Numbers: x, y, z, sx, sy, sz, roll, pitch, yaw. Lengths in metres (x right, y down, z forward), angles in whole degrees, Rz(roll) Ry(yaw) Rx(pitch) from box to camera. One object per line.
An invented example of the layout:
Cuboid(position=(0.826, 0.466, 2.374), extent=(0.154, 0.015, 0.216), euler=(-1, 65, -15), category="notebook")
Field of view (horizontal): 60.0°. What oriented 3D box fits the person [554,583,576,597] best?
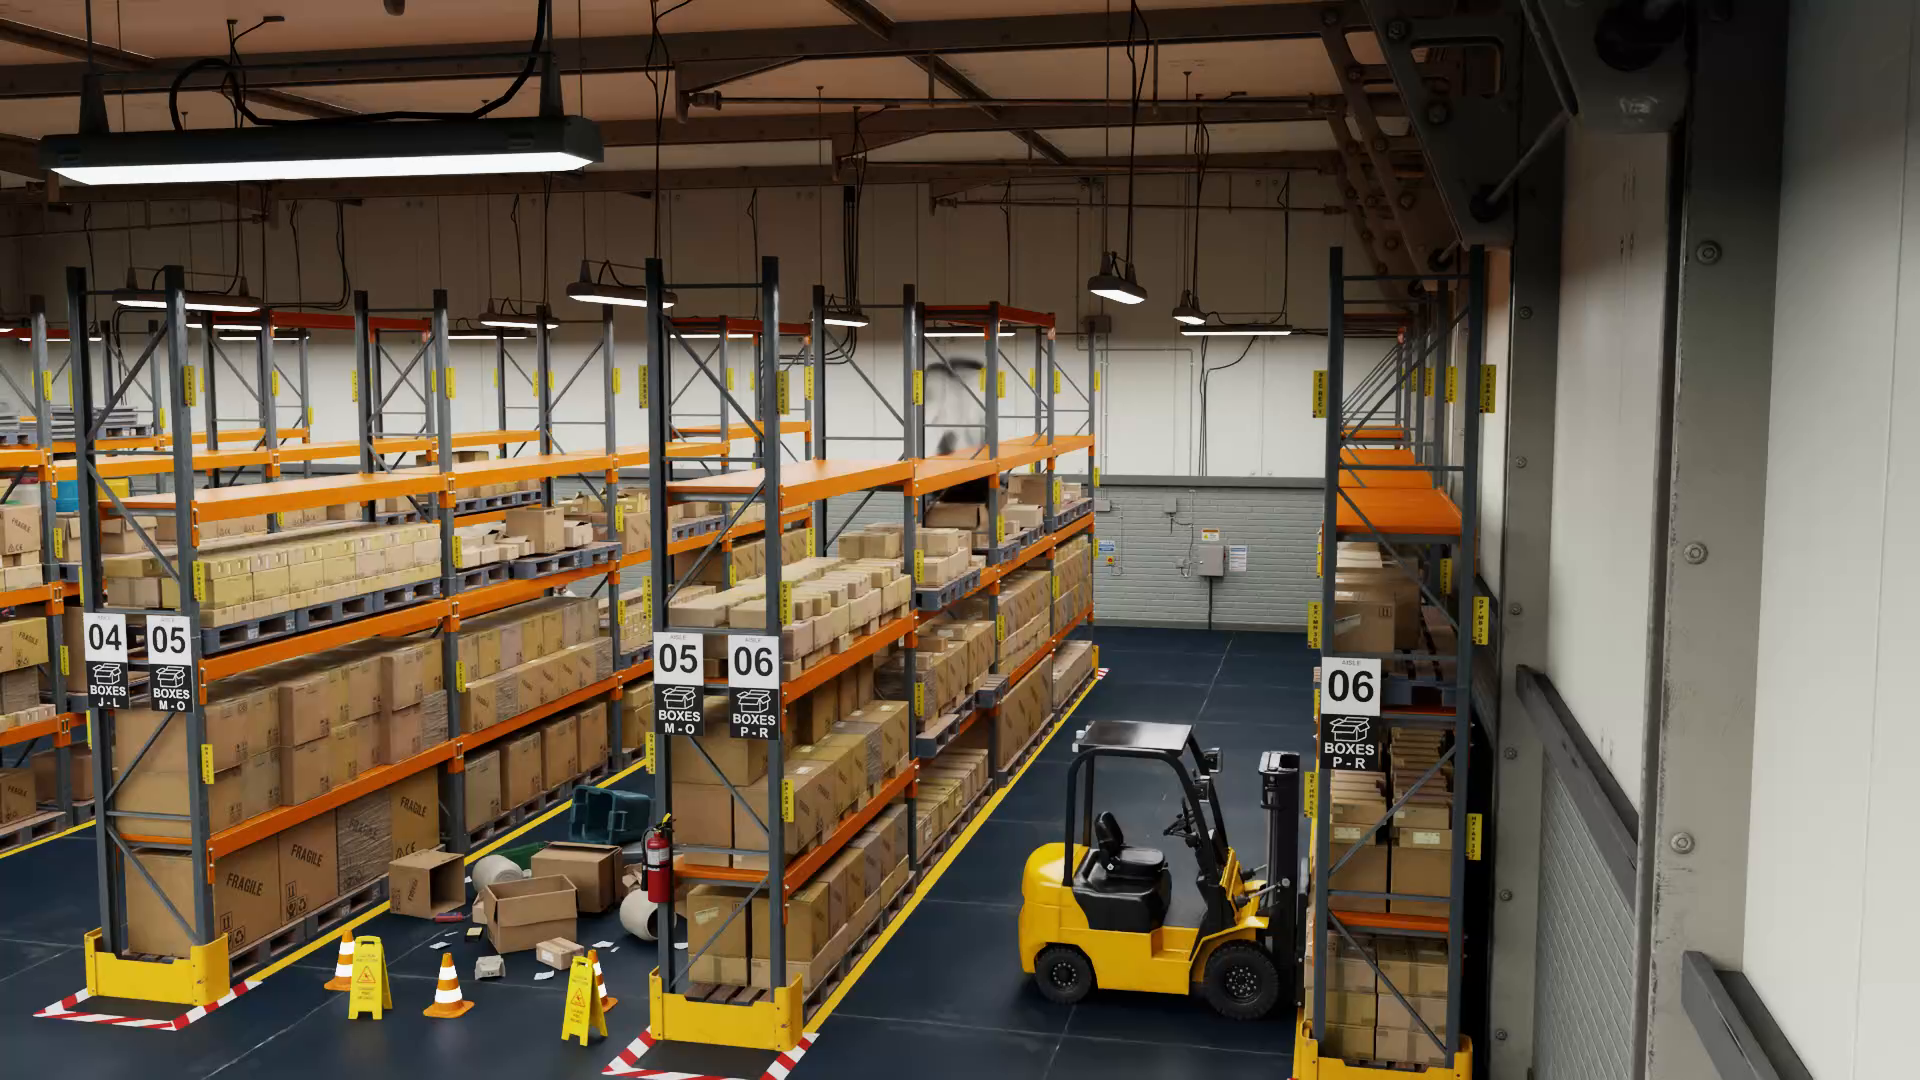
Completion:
Cuboid(position=(-6.688, 1.466, 27.892), extent=(0.631, 1.833, 0.767), euler=(1, 6, 8), category="person")
